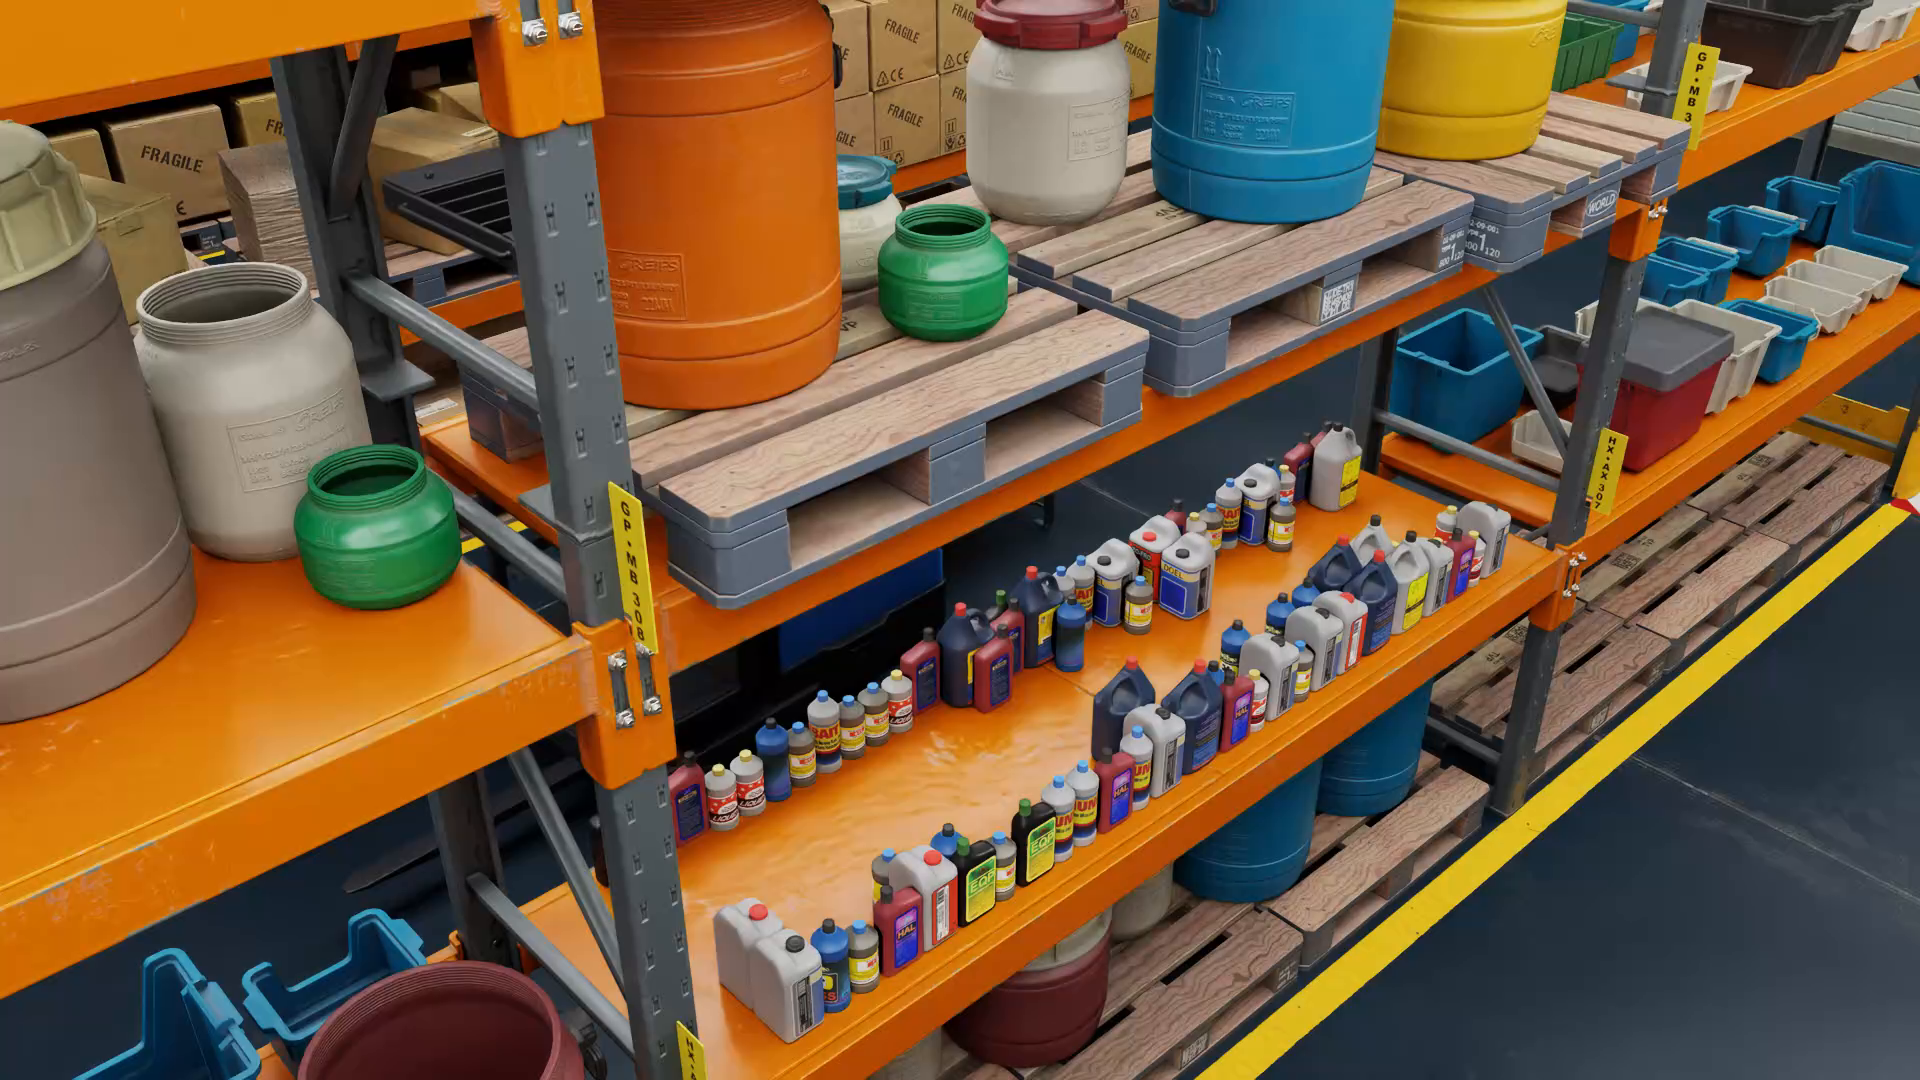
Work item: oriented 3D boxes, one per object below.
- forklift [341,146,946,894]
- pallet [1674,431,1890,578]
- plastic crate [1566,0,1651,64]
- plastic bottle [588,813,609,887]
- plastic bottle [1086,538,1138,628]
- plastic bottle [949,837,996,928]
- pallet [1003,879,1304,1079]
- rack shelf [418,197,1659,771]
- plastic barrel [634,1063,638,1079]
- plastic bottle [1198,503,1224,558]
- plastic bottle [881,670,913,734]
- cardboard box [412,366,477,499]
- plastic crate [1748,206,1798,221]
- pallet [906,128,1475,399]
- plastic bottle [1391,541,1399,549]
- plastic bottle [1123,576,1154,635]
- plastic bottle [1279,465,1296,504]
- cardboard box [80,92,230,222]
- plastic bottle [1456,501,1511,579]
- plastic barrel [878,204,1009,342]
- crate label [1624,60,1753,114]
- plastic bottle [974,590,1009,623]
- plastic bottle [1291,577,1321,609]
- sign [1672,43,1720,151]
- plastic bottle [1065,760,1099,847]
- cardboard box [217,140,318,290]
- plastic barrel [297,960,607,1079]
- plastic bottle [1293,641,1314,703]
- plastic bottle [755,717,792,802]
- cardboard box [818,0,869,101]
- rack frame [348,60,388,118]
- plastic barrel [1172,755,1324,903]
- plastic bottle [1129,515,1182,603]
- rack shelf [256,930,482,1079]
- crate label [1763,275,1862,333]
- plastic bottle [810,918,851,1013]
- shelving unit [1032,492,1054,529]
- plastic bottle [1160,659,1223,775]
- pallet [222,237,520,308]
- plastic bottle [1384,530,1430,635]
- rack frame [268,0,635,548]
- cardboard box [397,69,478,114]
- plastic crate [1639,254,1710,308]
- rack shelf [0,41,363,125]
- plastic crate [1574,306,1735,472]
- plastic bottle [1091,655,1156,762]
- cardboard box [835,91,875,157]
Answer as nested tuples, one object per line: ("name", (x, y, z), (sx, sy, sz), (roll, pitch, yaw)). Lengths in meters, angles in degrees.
("forklift", (-1.455, -0.435, 6.651), (1.130, 2.935, 3.031), (27, 40, 37))
("pallet", (4.265, -0.290, 9.022), (1.213, 0.211, 1.003), (-26, 40, -35))
("plastic crate", (2.413, -1.992, 6.417), (0.300, 0.233, 0.416), (-26, 40, -35))
("plastic bottle", (-0.964, 0.824, 4.640), (0.133, 0.283, 0.061), (-26, 40, -35))
("plastic bottle", (0.515, 0.144, 5.759), (0.135, 0.276, 0.152), (-26, 40, -35))
("plastic bottle", (0.035, 0.906, 4.505), (0.133, 0.283, 0.061), (-26, 40, -35))
("pallet", (0.473, 1.544, 6.023), (1.213, 0.211, 1.003), (-26, 40, -35))
("rack shelf", (0.496, -0.602, 4.673), (4.000, 0.370, 1.077), (-26, 40, -35))
("plastic barrel", (-0.623, 1.647, 4.859), (0.708, 0.830, 0.600), (-26, 40, -35))
("plastic bottle", (0.921, -0.040, 6.131), (0.097, 0.201, 0.097), (0, 31, 0))
("plastic bottle", (-0.198, 0.501, 5.246), (0.097, 0.201, 0.097), (0, 31, 0))
("cardboard box", (-2.677, -0.540, 8.732), (0.500, 0.500, 0.500), (-27, 41, -37))
("plastic crate", (4.199, -1.627, 8.730), (0.298, 0.136, 0.250), (-26, 40, -35))
("pallet", (0.625, -0.819, 4.519), (1.213, 0.211, 1.003), (-26, 40, -35))
("plastic bottle", (1.527, 0.098, 5.904), (0.097, 0.201, 0.097), (0, 31, 0))
("plastic bottle", (0.614, 0.217, 5.711), (0.097, 0.201, 0.097), (0, 31, 0))
("plastic bottle", (1.234, -0.192, 6.378), (0.097, 0.201, 0.097), (0, 31, 0))
("cardboard box", (-5.812, -2.794, 12.101), (0.750, 0.750, 0.750), (-24, 39, -34))
("plastic bottle", (1.893, -0.022, 6.030), (0.135, 0.276, 0.152), (-26, 40, -35))
("plastic barrel", (-0.037, -0.600, 3.727), (0.294, 0.245, 0.294), (0, 31, 0))
("crate label", (2.518, -1.569, 5.817), (0.466, 0.136, 0.293), (-26, 40, -35))
("plastic bottle", (0.107, 0.305, 5.487), (0.133, 0.283, 0.061), (-26, 40, -35))
("plastic bottle", (1.157, 0.247, 5.594), (0.097, 0.271, 0.097), (0, 31, 0))
("sign", (2.335, -1.411, 5.298), (0.005, 0.325, 0.100), (-26, 40, -35))
("plastic bottle", (0.348, 0.747, 4.776), (0.097, 0.271, 0.097), (0, 31, 0))
("cardboard box", (-3.150, -1.555, 7.920), (0.500, 0.500, 0.700), (-18, 36, -27))
("plastic barrel", (-1.105, 1.303, 3.614), (0.708, 0.536, 0.600), (-26, 40, -35))
("plastic bottle", (1.091, 0.418, 5.382), (0.097, 0.201, 0.097), (0, 31, 0))
("plastic bottle", (-0.555, 0.644, 4.945), (0.097, 0.271, 0.097), (0, 31, 0))
("cardboard box", (-0.866, -2.763, 9.339), (0.500, 0.500, 0.500), (-25, 39, -34))
("rack frame", (-4.773, -4.128, 12.626), (0.127, 3.000, 1.000), (-26, 40, -35))
("plastic barrel", (1.033, 0.815, 6.150), (0.708, 0.901, 0.600), (-26, 40, -35))
("plastic bottle", (0.685, 0.061, 5.893), (0.135, 0.276, 0.152), (-26, 40, -35))
("rack shelf", (-2.437, 2.097, 3.135), (4.000, 0.370, 1.077), (-26, 40, -35))
("crate label", (4.011, -1.106, 7.879), (0.243, 0.136, 0.396), (-26, 40, -35))
("plastic bottle", (-0.330, 1.075, 4.240), (0.097, 0.271, 0.097), (0, 31, 0))
("shelving unit", (-0.055, -0.616, 8.320), (1.048, 1.500, 0.538), (-26, 40, -36))
("plastic bottle", (0.703, 0.525, 5.064), (0.185, 0.351, 0.144), (-26, 40, -35))
("pallet", (-2.913, -1.425, 8.390), (1.213, 0.211, 1.003), (-26, 40, -35))
("plastic bottle", (1.511, 0.134, 5.703), (0.185, 0.351, 0.144), (-26, 40, -35))
("rack frame", (-0.971, -1.479, 2.543), (0.127, 3.000, 1.000), (-26, 40, -35))
("cardboard box", (-4.155, -3.467, 13.538), (0.500, 0.500, 0.700), (-25, 39, -35))
("plastic crate", (3.305, -1.176, 7.901), (0.300, 0.233, 0.416), (-26, 40, -35))
("rack shelf", (-6.240, -3.112, 11.653), (4.000, 0.370, 1.077), (-26, 40, -35))
("plastic crate", (2.788, -0.612, 6.757), (0.583, 0.464, 0.402), (-26, 40, -35))
("plastic bottle", (0.501, 0.514, 5.081), (0.185, 0.351, 0.144), (-26, 40, -35))
("cardboard box", (-0.844, -2.354, 9.628), (0.500, 0.500, 0.500), (-25, 39, -34))
